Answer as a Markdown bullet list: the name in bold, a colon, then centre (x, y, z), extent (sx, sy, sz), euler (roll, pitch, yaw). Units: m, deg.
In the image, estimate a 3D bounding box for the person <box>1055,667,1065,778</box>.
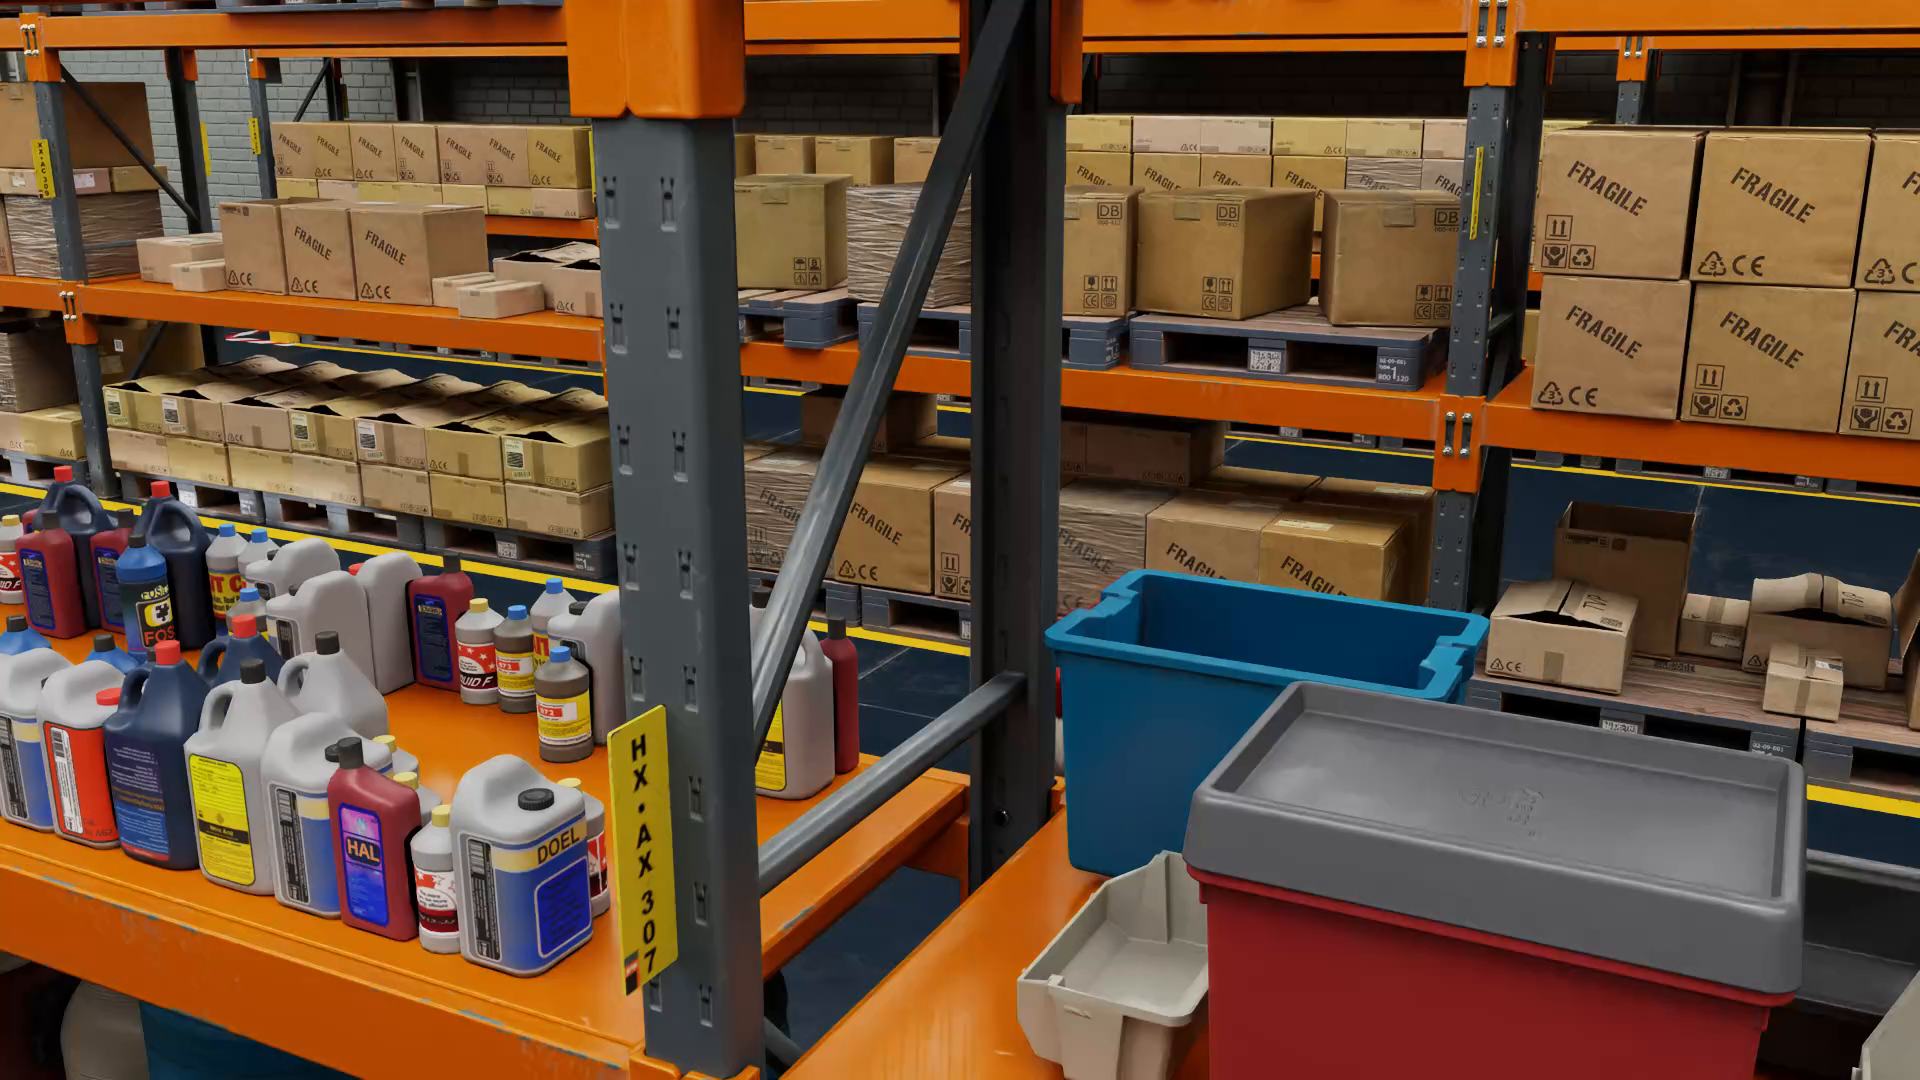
- **person**: centre (0.466, 0.610, 5.603), extent (0.866, 0.856, 0.554), euler (8, 17, 26)
